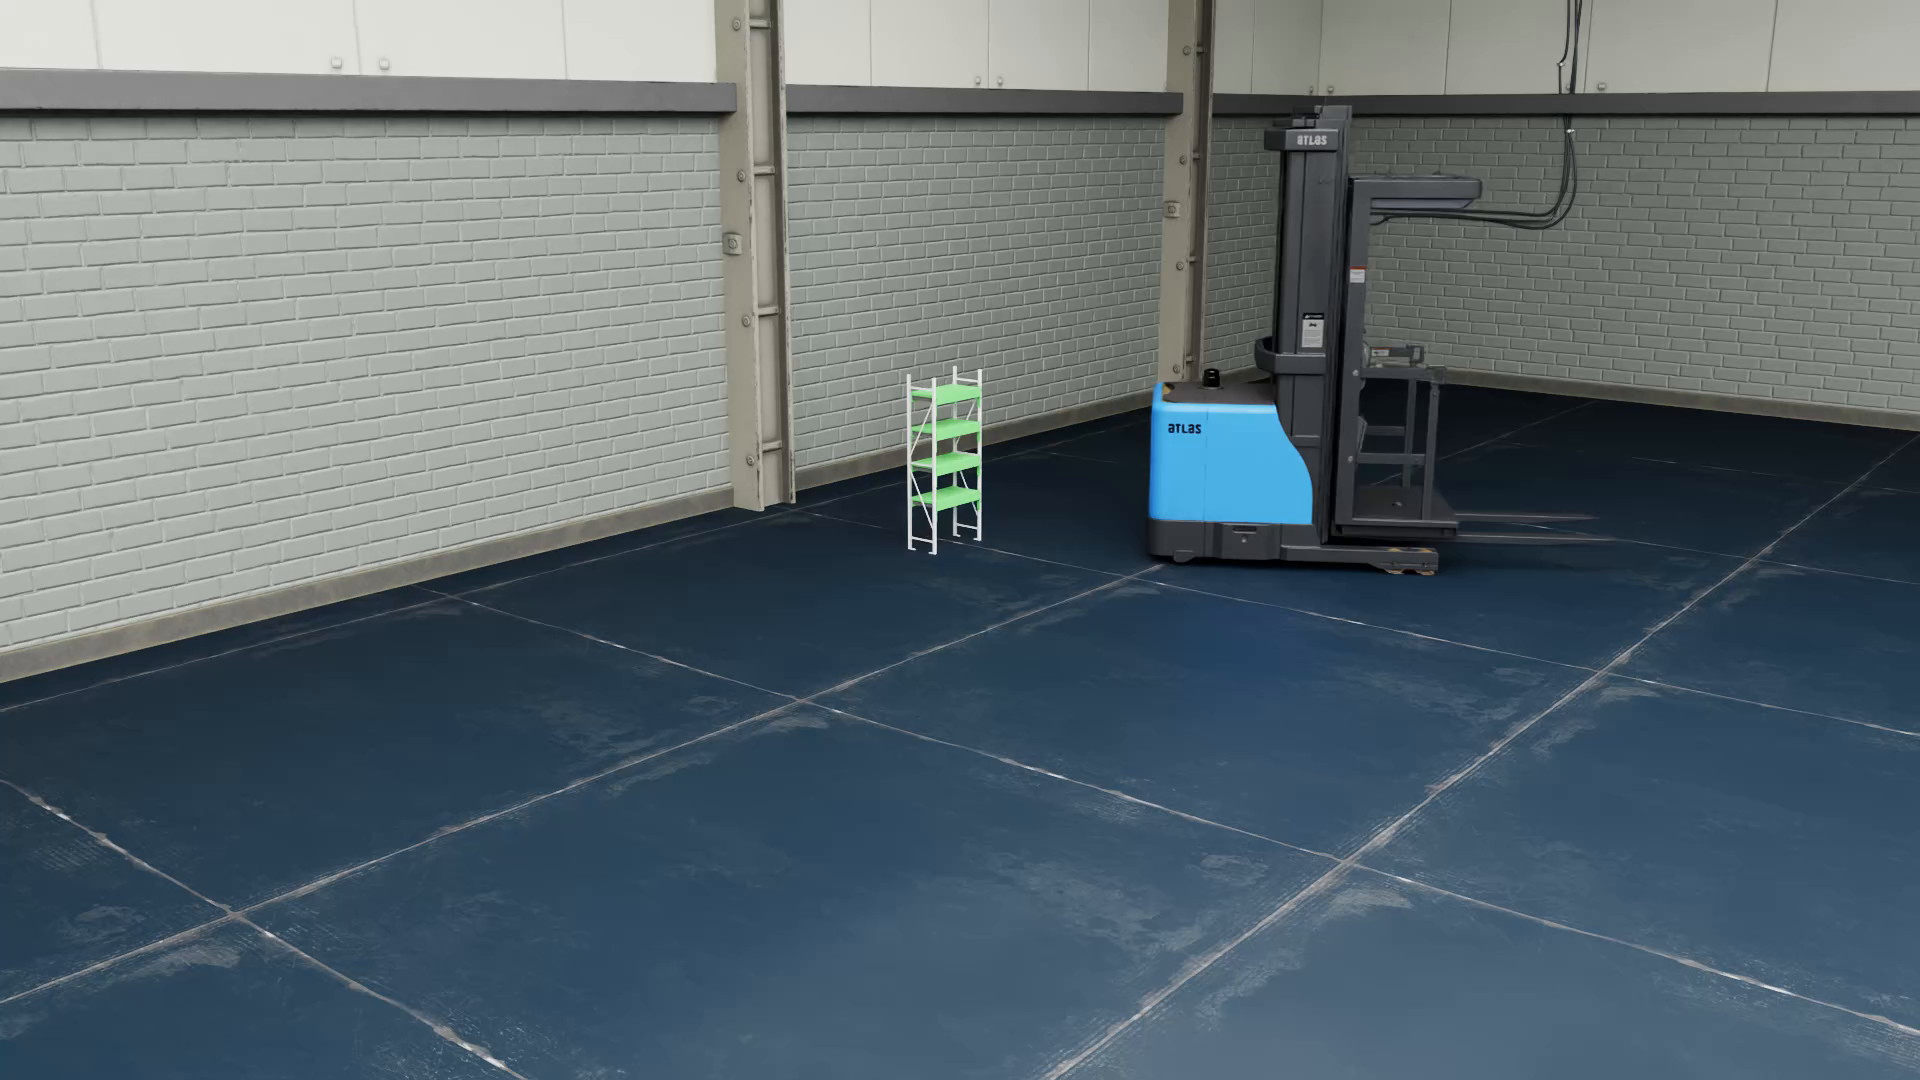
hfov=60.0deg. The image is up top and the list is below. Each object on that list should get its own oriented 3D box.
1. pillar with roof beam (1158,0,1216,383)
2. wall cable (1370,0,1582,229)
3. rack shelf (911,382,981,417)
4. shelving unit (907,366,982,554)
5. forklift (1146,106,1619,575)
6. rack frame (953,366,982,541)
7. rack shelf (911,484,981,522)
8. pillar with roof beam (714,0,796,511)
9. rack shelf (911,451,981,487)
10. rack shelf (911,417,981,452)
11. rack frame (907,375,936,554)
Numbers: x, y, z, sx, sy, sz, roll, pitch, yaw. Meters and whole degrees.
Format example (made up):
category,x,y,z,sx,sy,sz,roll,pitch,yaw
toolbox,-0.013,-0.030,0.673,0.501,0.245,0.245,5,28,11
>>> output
category,x,y,z,sx,sy,sz,roll,pitch,yaw
pillar with roof beam,5.620,-5.119,13.498,9.100,9.000,0.400,11,18,38
wall cable,5.152,-4.640,17.918,3.097,2.526,0.112,11,18,38
rack shelf,-0.104,-0.953,11.248,0.258,0.148,0.480,11,18,38
shelving unit,-0.104,-0.550,11.350,0.258,1.200,0.503,11,18,38
forklift,2.789,-1.332,10.913,3.031,2.935,1.130,2,14,7
rack frame,0.049,-0.597,11.534,0.240,1.200,0.015,11,18,38
rack shelf,-0.104,-0.255,11.425,0.258,0.148,0.480,11,18,38
pillar with roof beam,1.849,-3.970,8.975,9.100,9.000,0.400,11,18,38
rack shelf,-0.104,-0.488,11.366,0.258,0.148,0.480,11,18,38
rack shelf,-0.104,-0.721,11.307,0.258,0.148,0.480,11,18,38
rack frame,-0.257,-0.503,11.166,0.240,1.200,0.015,11,18,38
